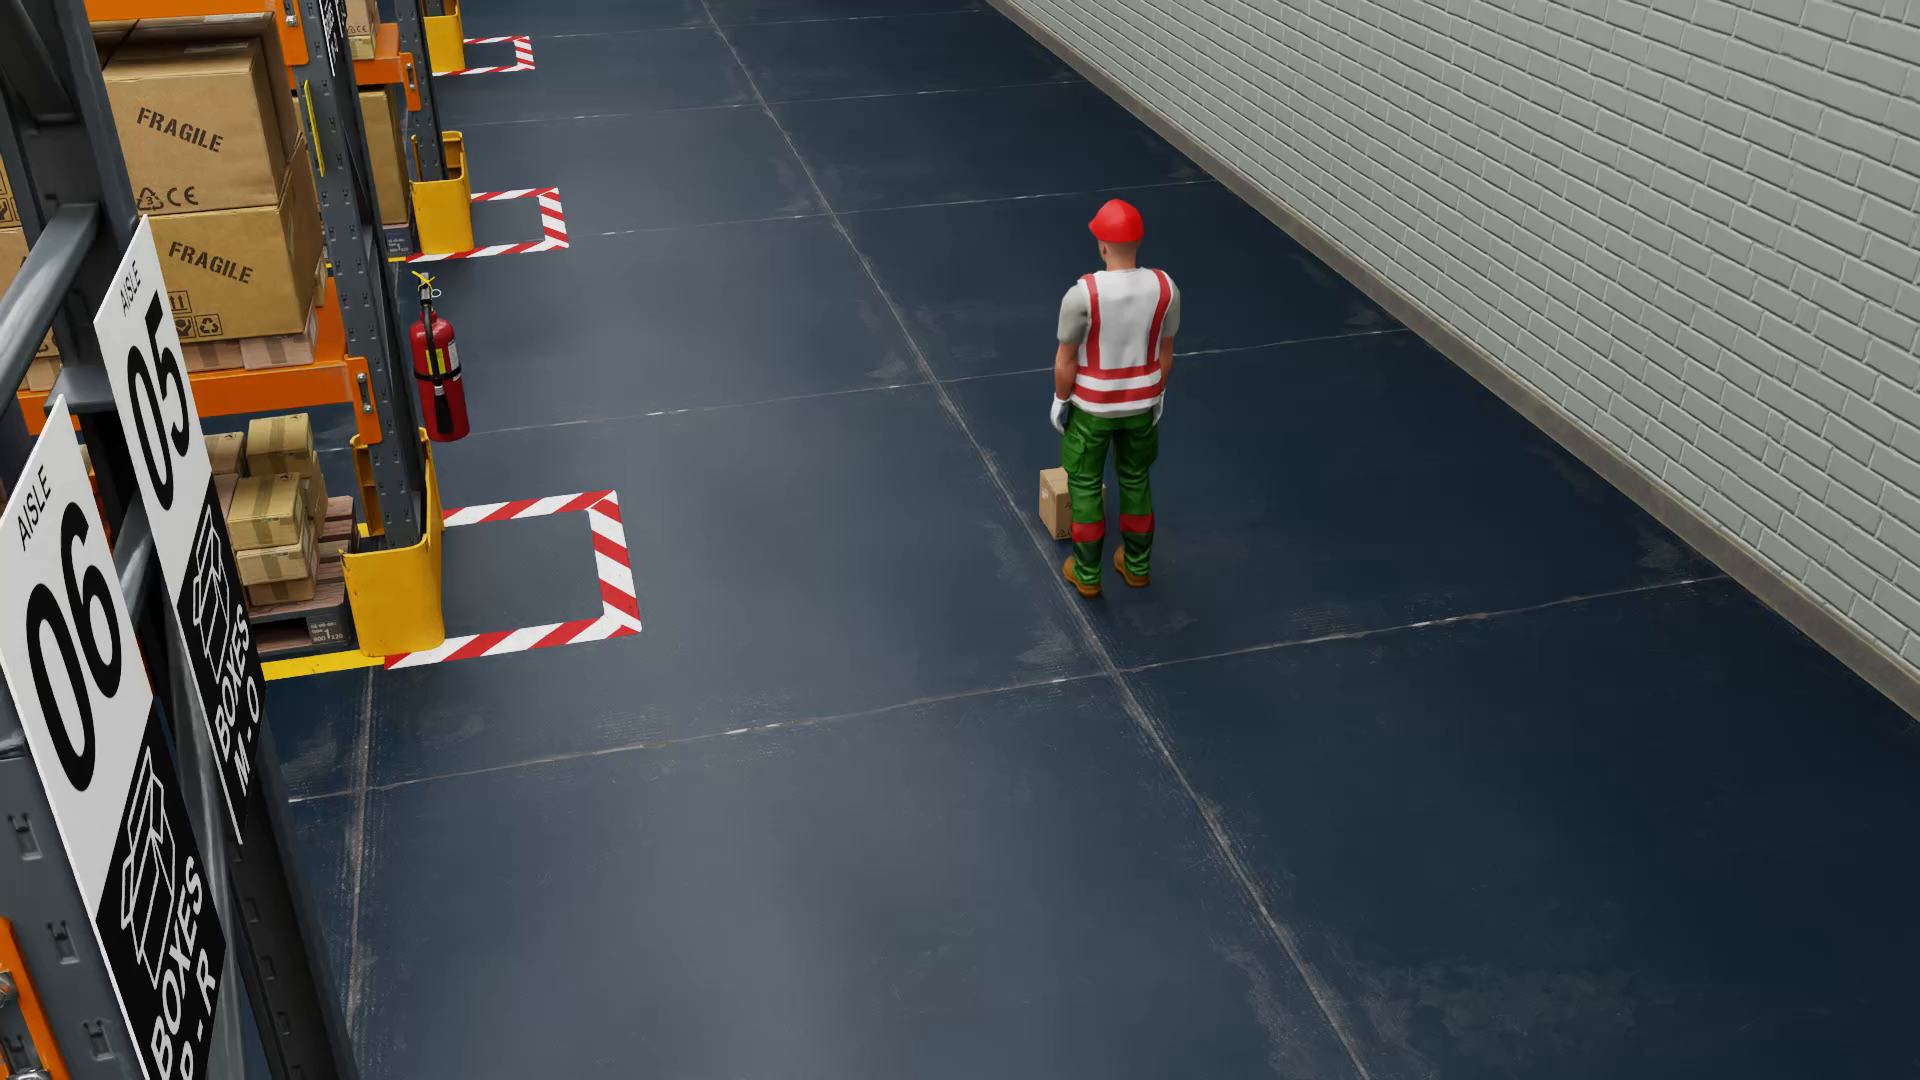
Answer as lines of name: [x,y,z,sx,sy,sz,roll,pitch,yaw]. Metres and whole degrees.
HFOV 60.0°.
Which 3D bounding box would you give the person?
person: [0.648,-0.592,7.140,0.527,1.780,0.352,-7,31,-12]
